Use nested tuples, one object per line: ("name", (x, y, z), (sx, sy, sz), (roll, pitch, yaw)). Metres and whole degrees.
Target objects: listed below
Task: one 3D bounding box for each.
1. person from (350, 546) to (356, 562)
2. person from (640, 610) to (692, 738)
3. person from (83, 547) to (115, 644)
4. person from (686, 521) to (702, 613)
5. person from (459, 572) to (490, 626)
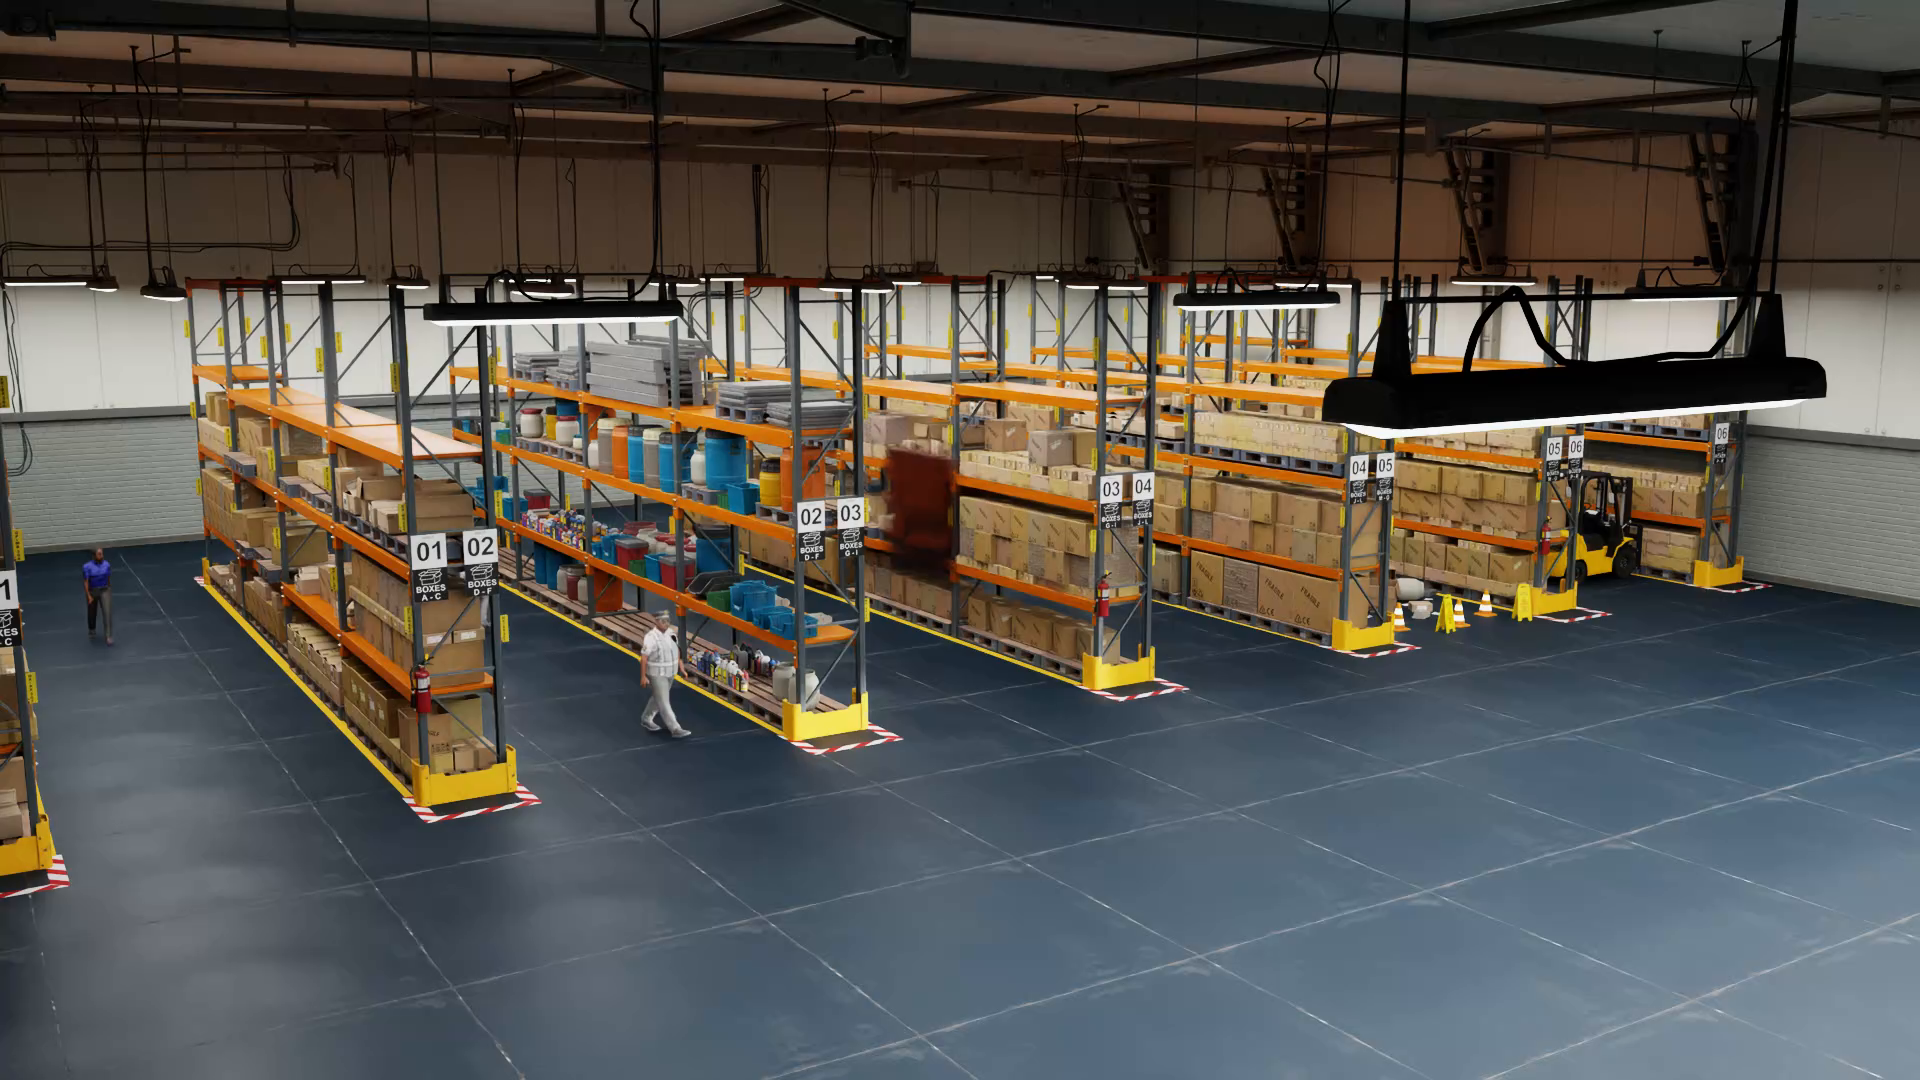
("person", (-12.603, -0.298, 34.806), (0.599, 1.712, 0.528), (-3, 10, -15))
("person", (-3.912, 1.770, 22.198), (1.080, 1.707, 0.570), (5, 11, 28))
("person", (-14.405, 0.889, 27.788), (0.425, 1.595, 1.045), (-6, 11, -32))
("person", (-4.762, 0.494, 29.992), (0.481, 1.668, 0.463), (-5, 11, -27))
("person", (-8.423, 0.695, 28.859), (0.521, 1.680, 0.485), (-1, 10, -5))
